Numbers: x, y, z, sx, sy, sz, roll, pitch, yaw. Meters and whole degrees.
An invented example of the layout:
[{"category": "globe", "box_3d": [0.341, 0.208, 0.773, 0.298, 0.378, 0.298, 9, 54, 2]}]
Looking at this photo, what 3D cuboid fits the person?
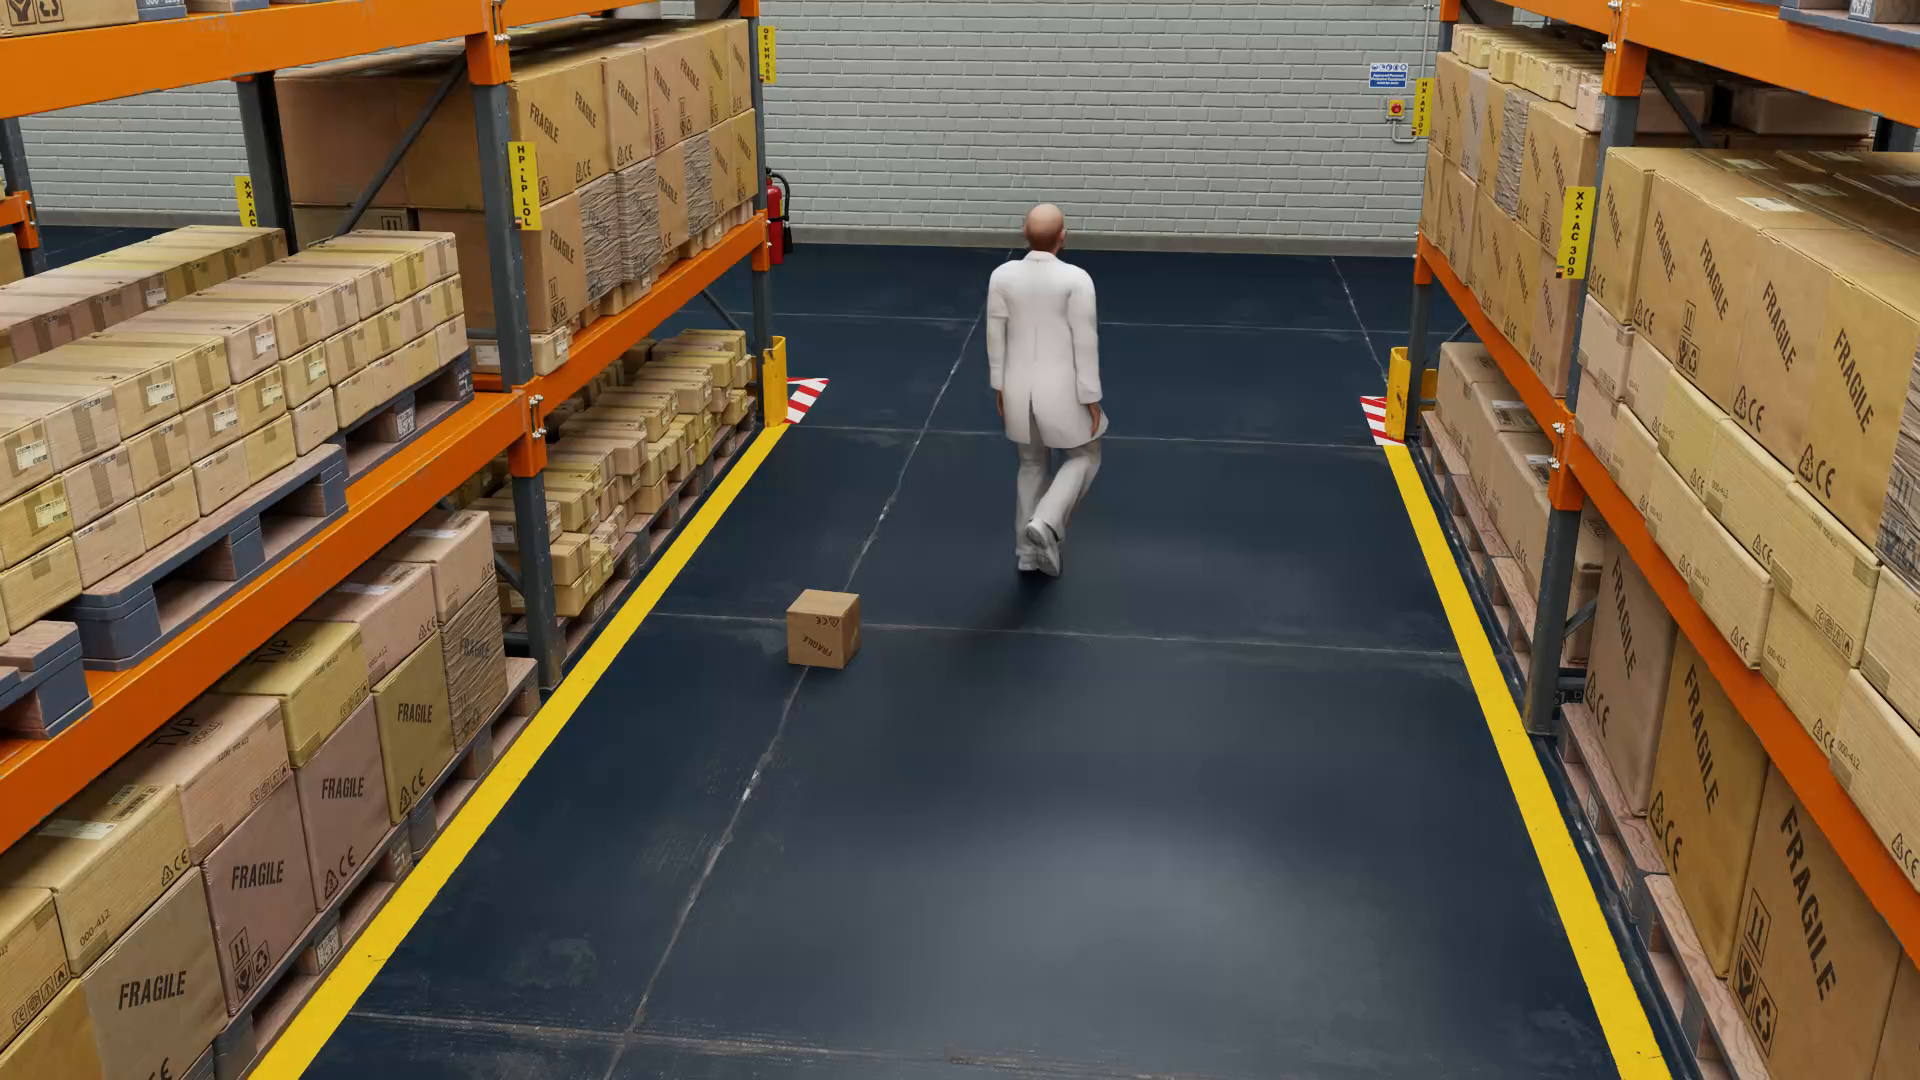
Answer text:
[{"category": "person", "box_3d": [0.397, -0.688, 7.821, 0.608, 1.768, 0.577, 10, 23, 25]}]
